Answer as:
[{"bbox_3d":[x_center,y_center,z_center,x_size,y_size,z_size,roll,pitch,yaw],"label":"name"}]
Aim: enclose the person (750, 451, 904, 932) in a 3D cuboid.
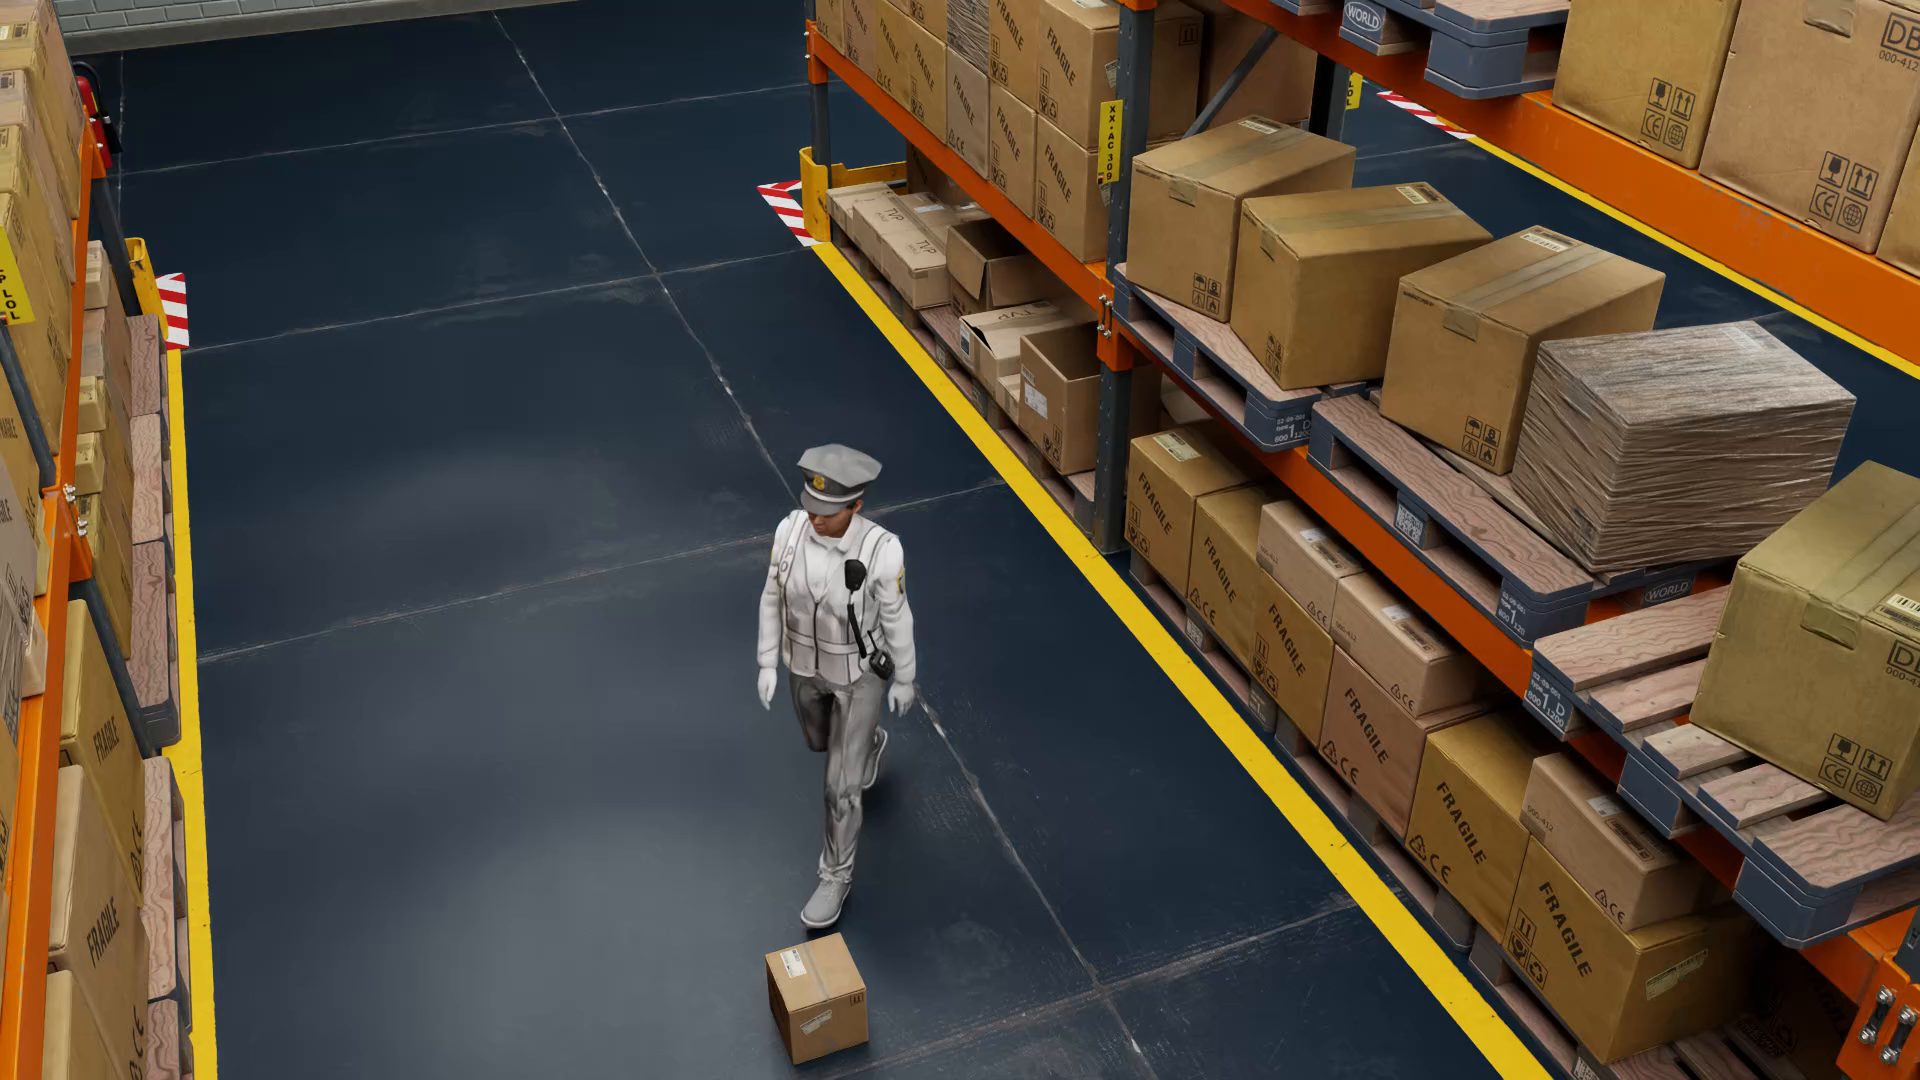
[{"bbox_3d":[-0.423,0.440,5.466,0.514,1.645,0.784,13,36,19],"label":"person"}]
